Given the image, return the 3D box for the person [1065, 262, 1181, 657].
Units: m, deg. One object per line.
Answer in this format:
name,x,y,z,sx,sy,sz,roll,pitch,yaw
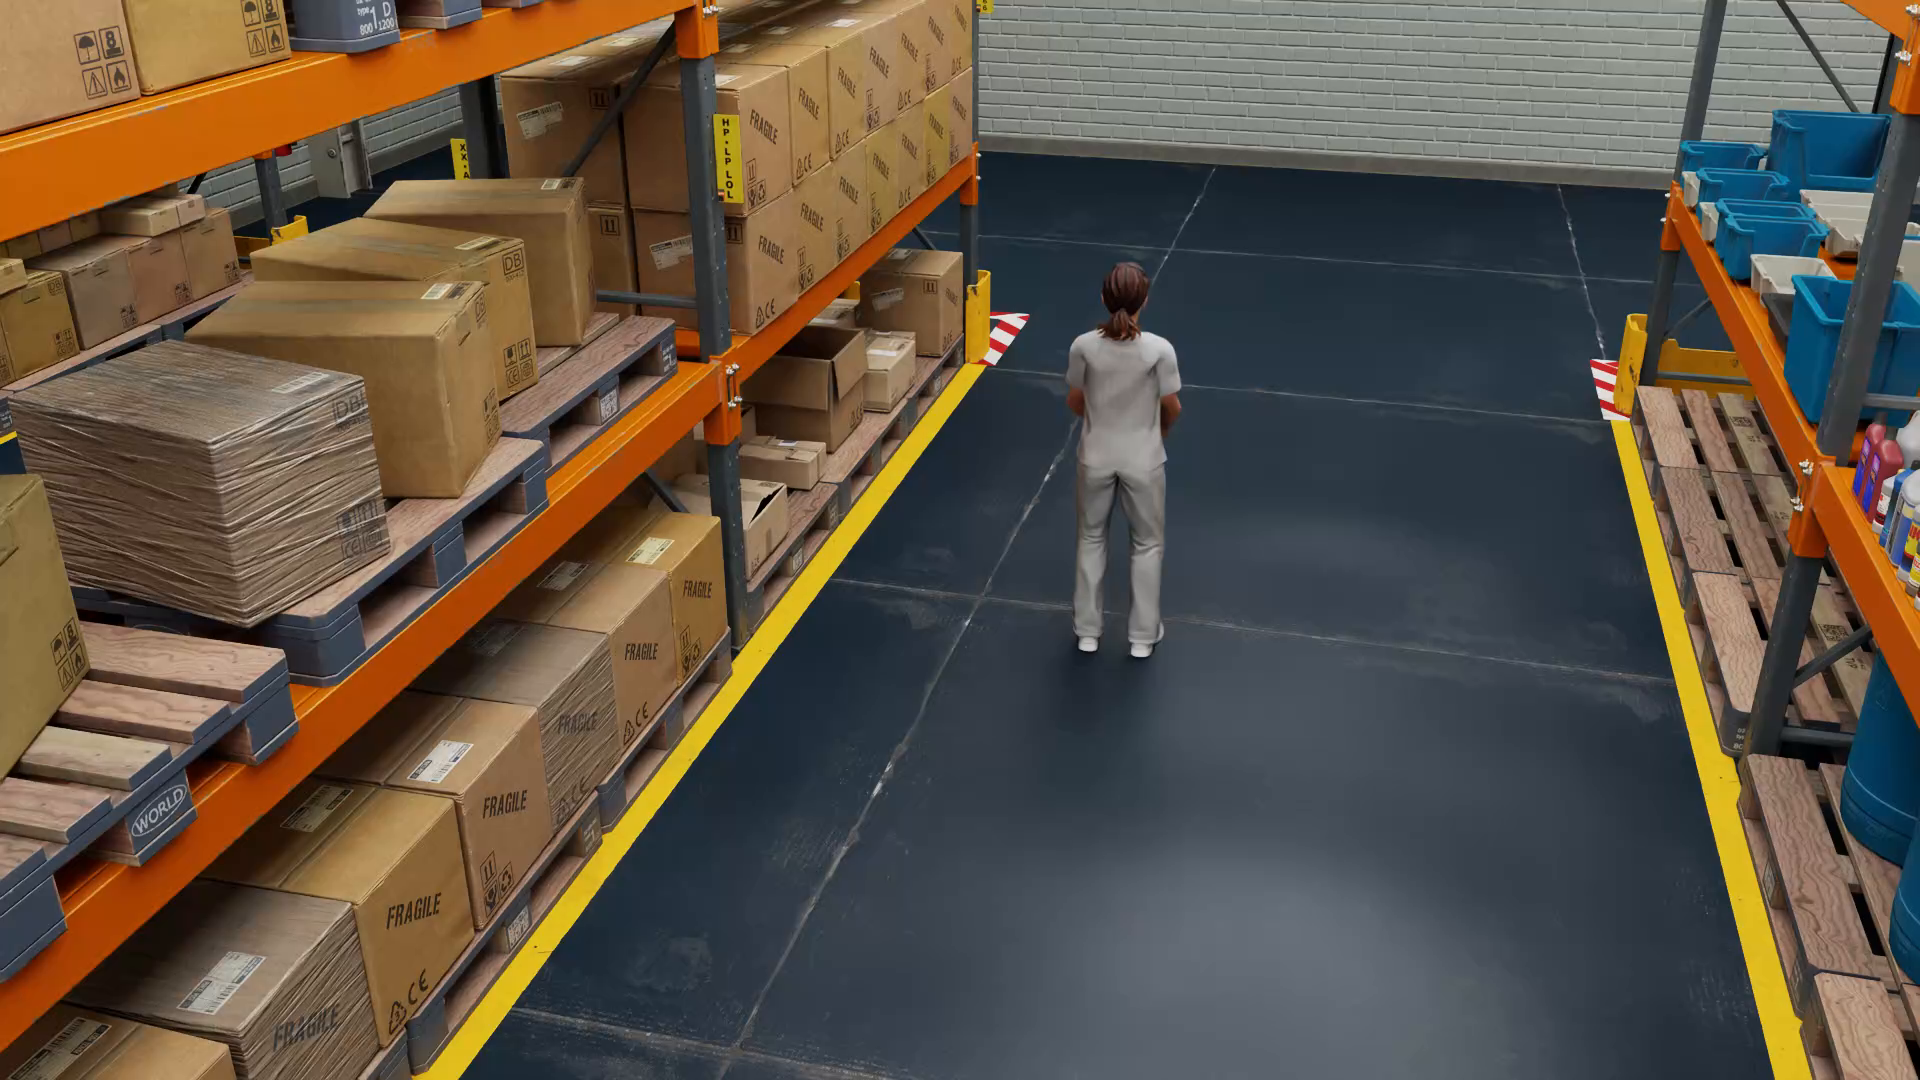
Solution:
person,0.664,-0.336,6.816,0.463,1.675,0.490,6,26,13
